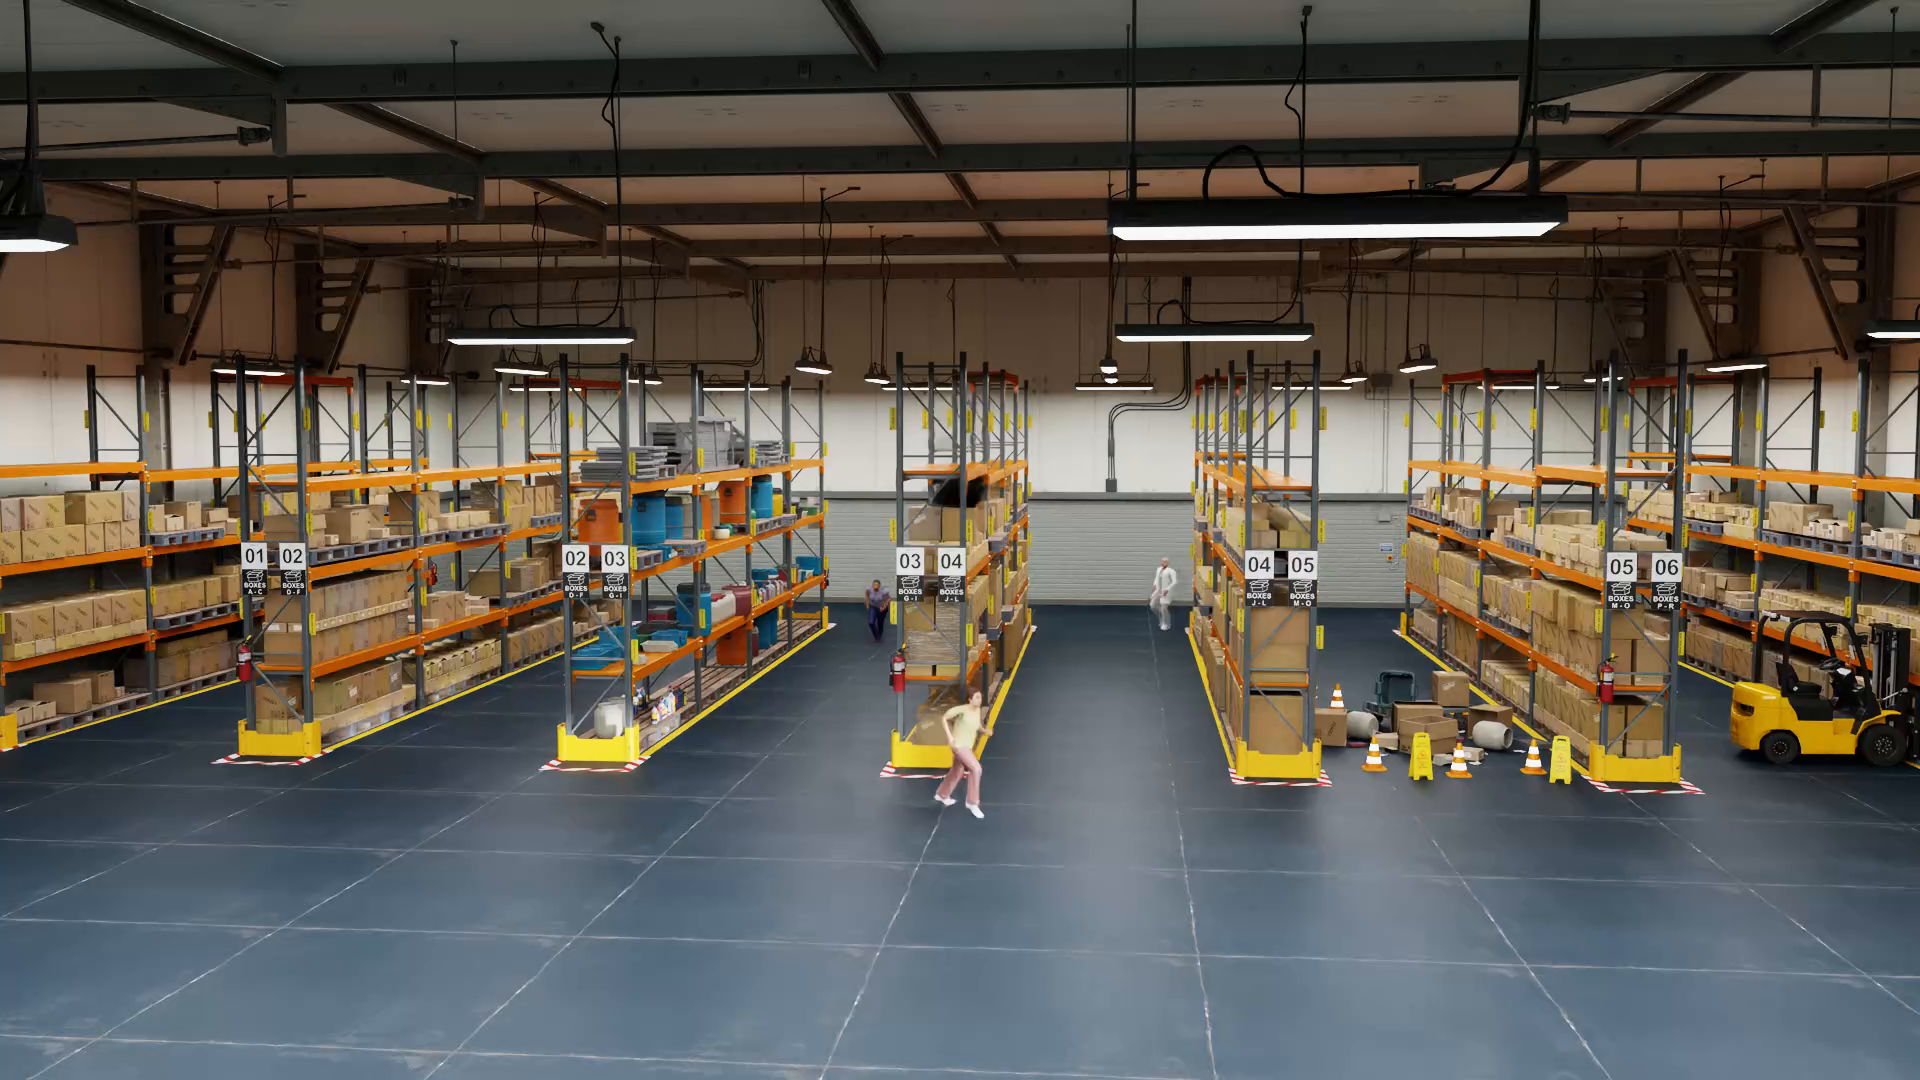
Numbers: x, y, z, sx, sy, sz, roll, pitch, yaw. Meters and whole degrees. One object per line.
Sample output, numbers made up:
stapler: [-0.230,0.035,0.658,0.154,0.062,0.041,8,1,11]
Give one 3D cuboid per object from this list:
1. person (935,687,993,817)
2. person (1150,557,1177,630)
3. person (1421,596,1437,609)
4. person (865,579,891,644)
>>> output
person: [-0.004,2.688,21.315,0.863,1.657,0.595,3,5,37]
person: [4.878,1.289,40.054,0.574,1.742,0.737,-4,5,-42]
person: [11.599,1.243,40.991,0.880,1.727,0.666,-1,4,-16]
person: [-1.836,1.602,37.821,0.613,1.507,0.993,0,4,7]
